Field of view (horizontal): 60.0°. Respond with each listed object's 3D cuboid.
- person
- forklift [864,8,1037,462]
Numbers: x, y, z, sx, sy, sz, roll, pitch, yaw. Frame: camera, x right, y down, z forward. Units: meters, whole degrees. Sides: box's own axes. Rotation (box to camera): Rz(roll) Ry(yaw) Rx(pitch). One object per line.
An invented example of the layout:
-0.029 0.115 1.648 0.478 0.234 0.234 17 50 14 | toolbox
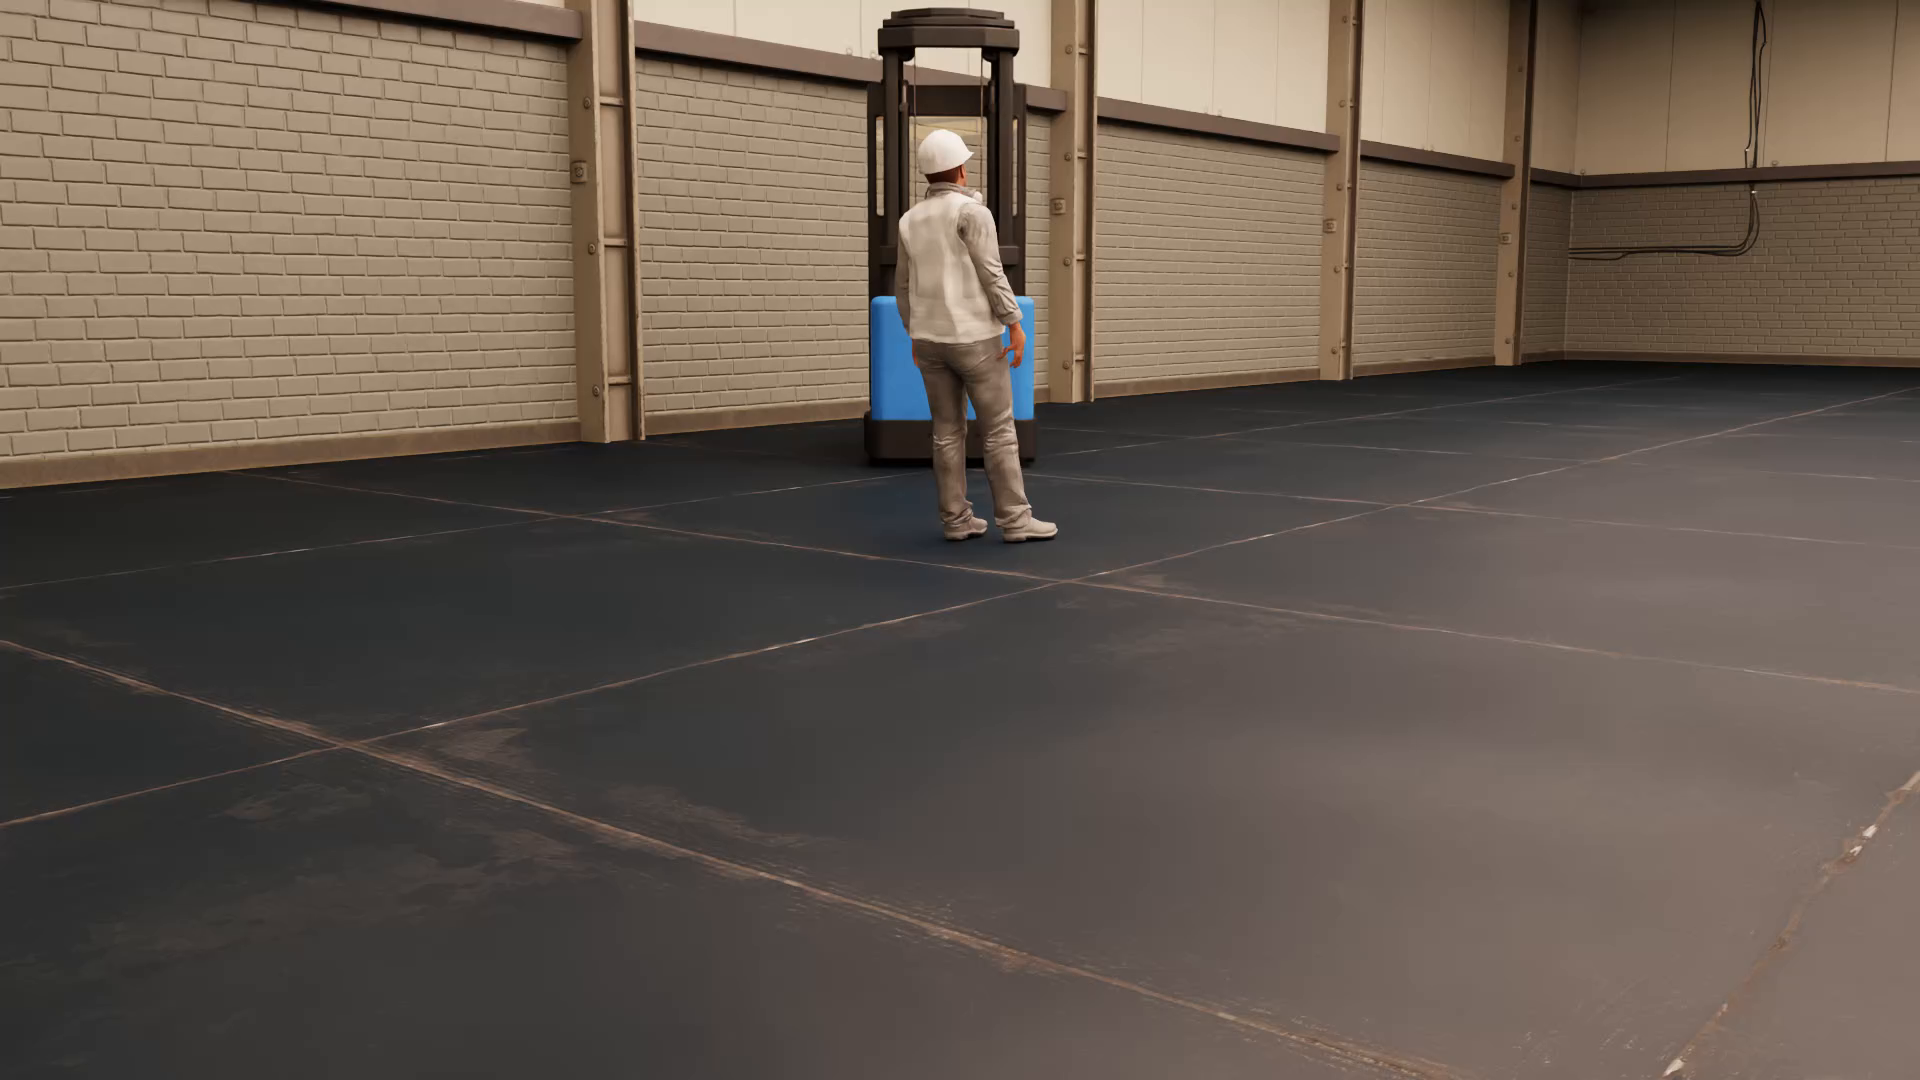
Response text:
0.045 -0.891 7.318 0.632 1.773 0.568 7 11 38 | person
-0.101 -2.107 11.683 1.130 2.935 3.031 0 8 -2 | forklift
